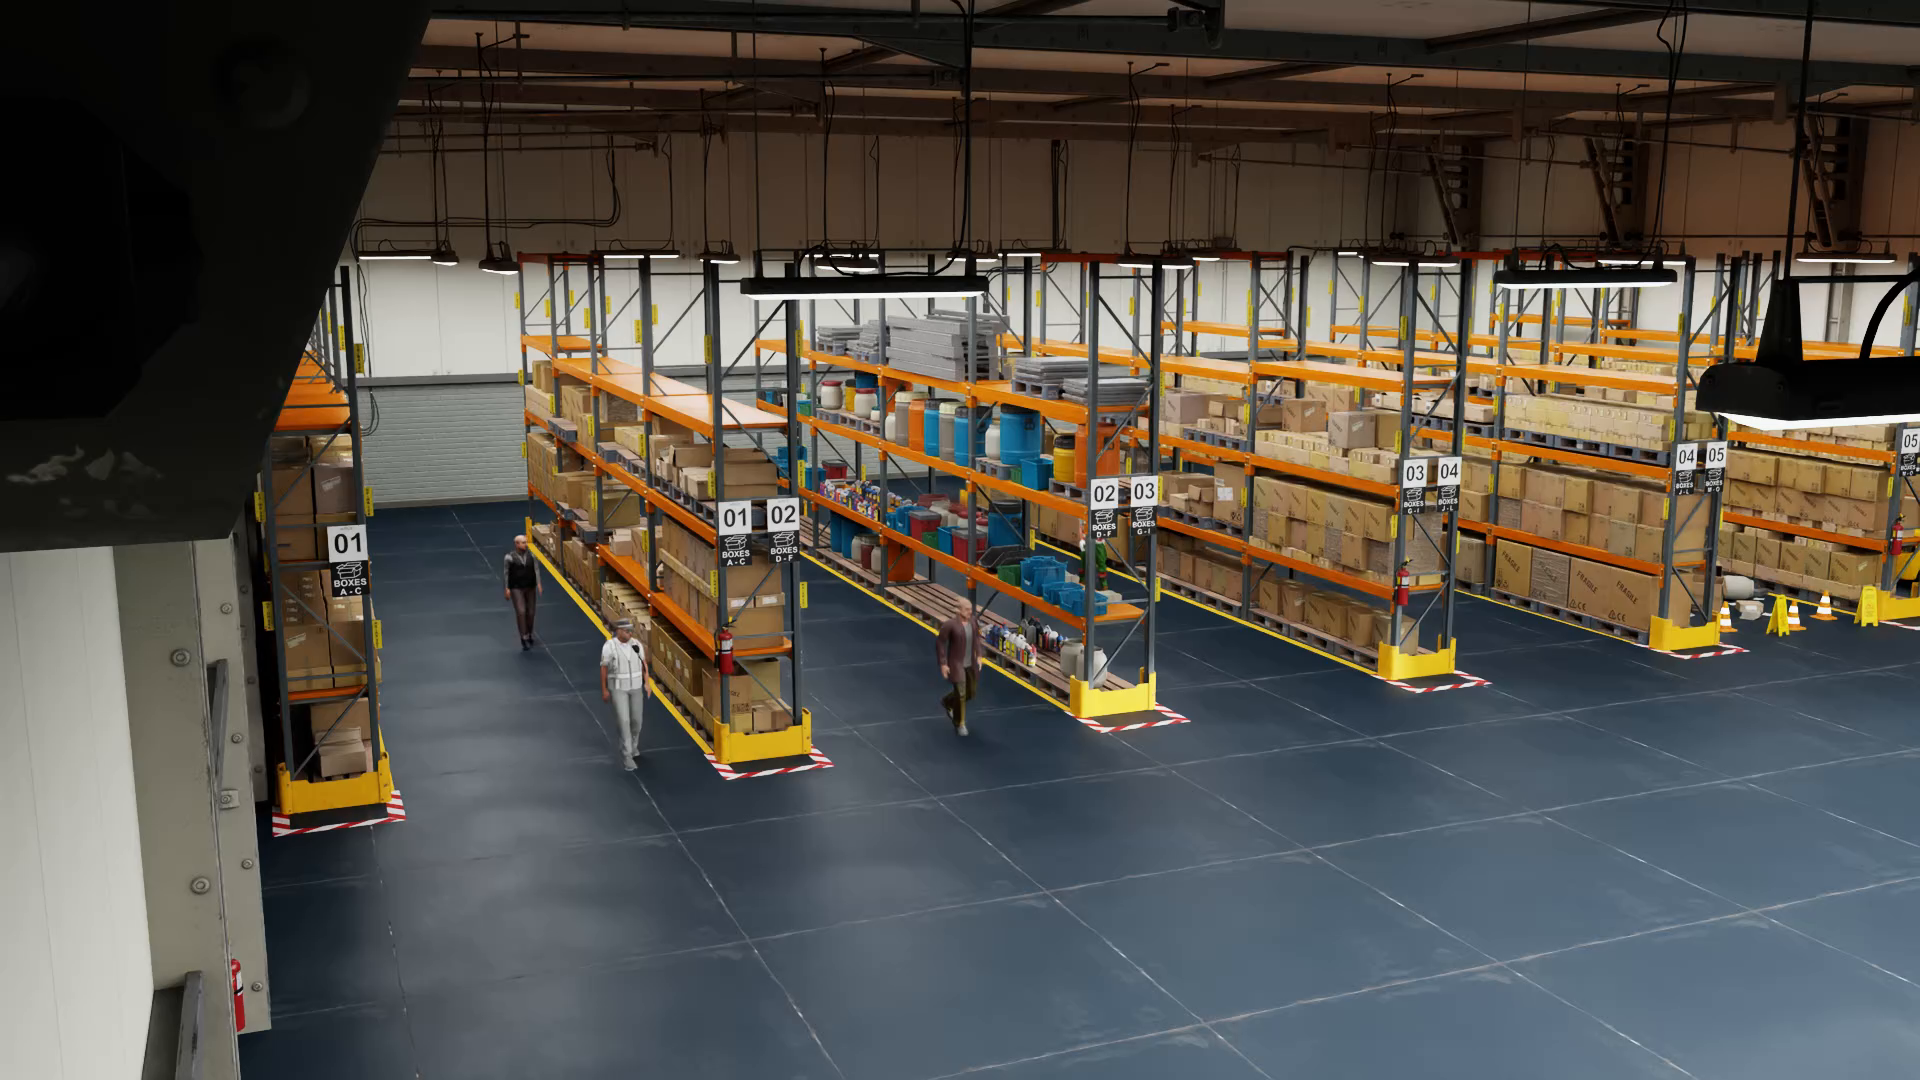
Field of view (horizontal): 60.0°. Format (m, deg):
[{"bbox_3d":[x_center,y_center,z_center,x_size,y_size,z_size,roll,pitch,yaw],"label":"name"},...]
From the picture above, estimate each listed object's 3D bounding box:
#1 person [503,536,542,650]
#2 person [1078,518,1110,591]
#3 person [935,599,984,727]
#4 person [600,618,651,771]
[{"bbox_3d":[-6.764,0.812,25.959,0.571,1.723,0.750,-8,13,-36],"label":"person"},{"bbox_3d":[2.409,0.047,29.852,0.635,1.723,1.067,-4,11,-20],"label":"person"},{"bbox_3d":[-0.053,1.553,21.482,0.673,1.678,0.626,-9,14,-40],"label":"person"},{"bbox_3d":[-3.994,1.847,20.205,0.561,1.757,0.755,-7,13,-35],"label":"person"}]
